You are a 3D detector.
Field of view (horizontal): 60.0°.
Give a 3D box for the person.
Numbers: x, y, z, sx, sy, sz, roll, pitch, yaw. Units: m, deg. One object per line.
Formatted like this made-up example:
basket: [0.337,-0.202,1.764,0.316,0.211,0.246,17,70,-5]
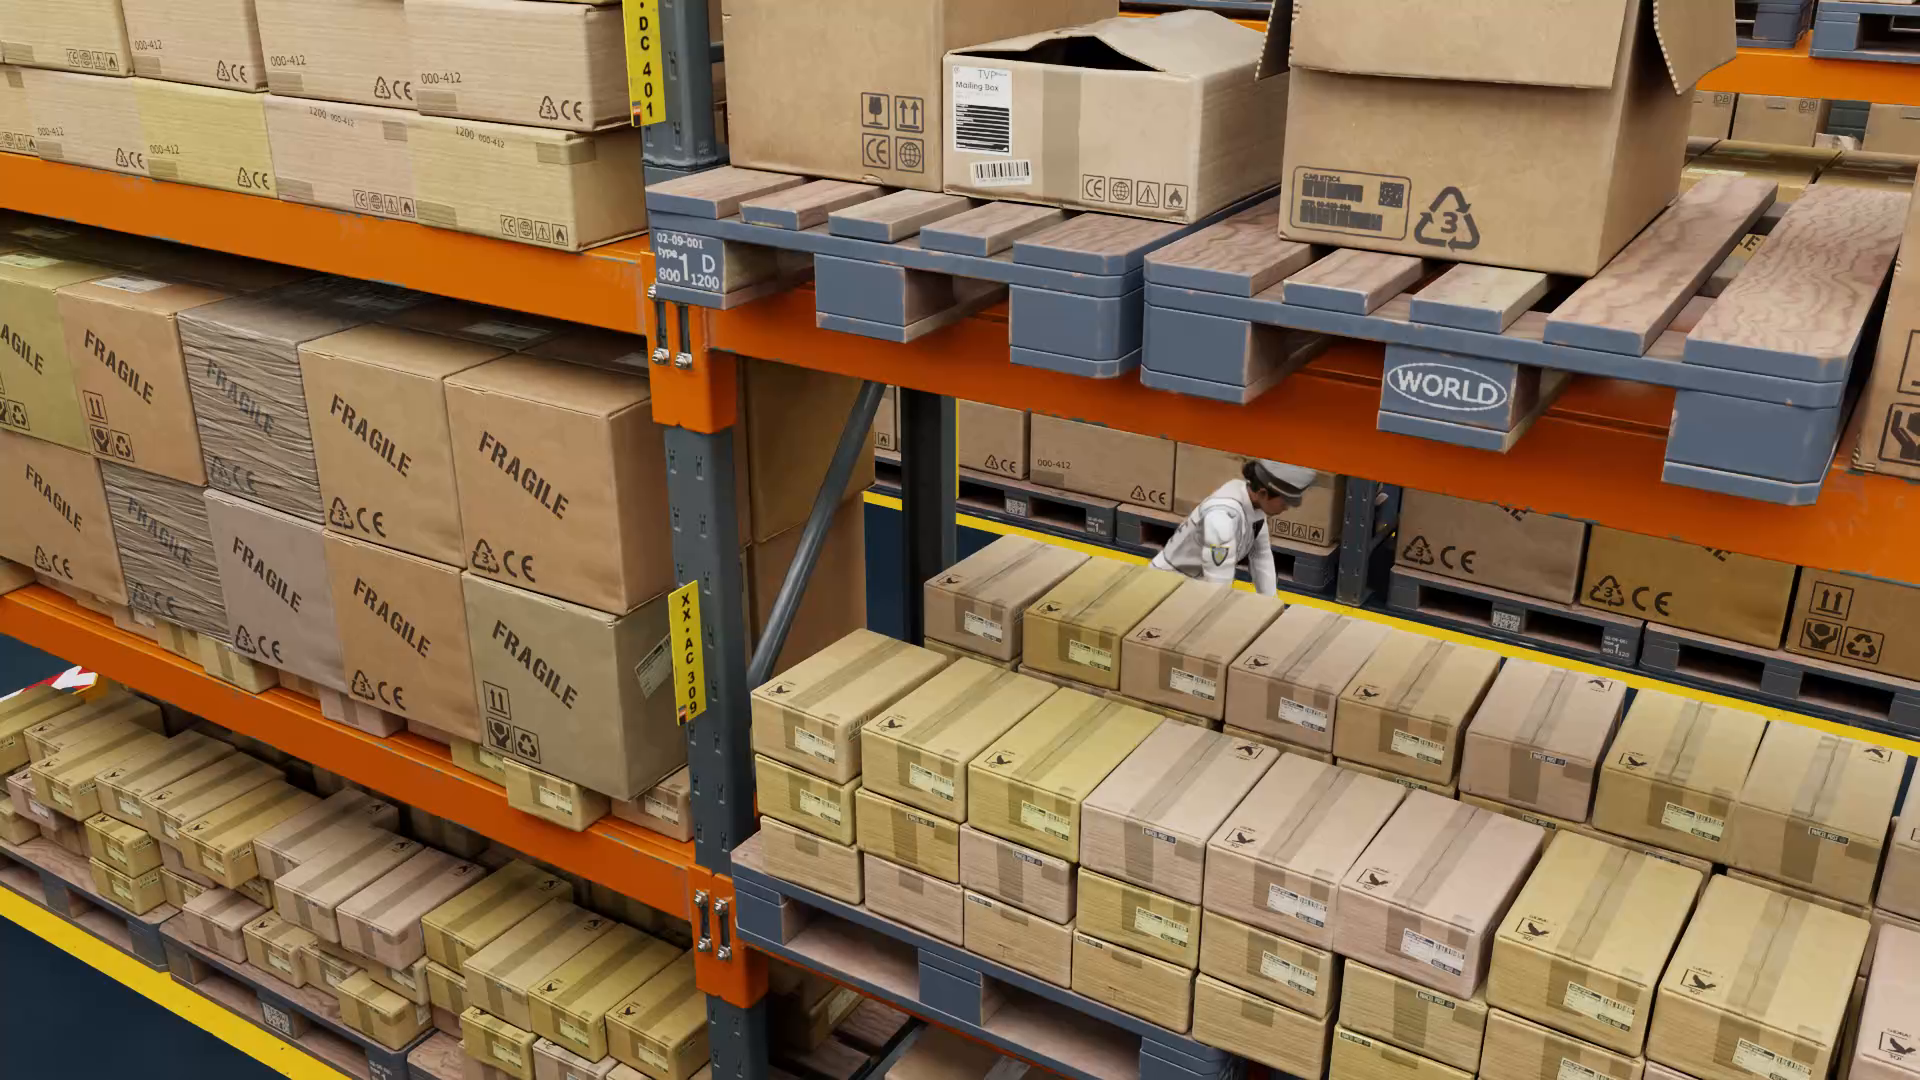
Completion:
person: [1.076,0.268,6.783,0.674,1.429,0.534,14,27,29]
